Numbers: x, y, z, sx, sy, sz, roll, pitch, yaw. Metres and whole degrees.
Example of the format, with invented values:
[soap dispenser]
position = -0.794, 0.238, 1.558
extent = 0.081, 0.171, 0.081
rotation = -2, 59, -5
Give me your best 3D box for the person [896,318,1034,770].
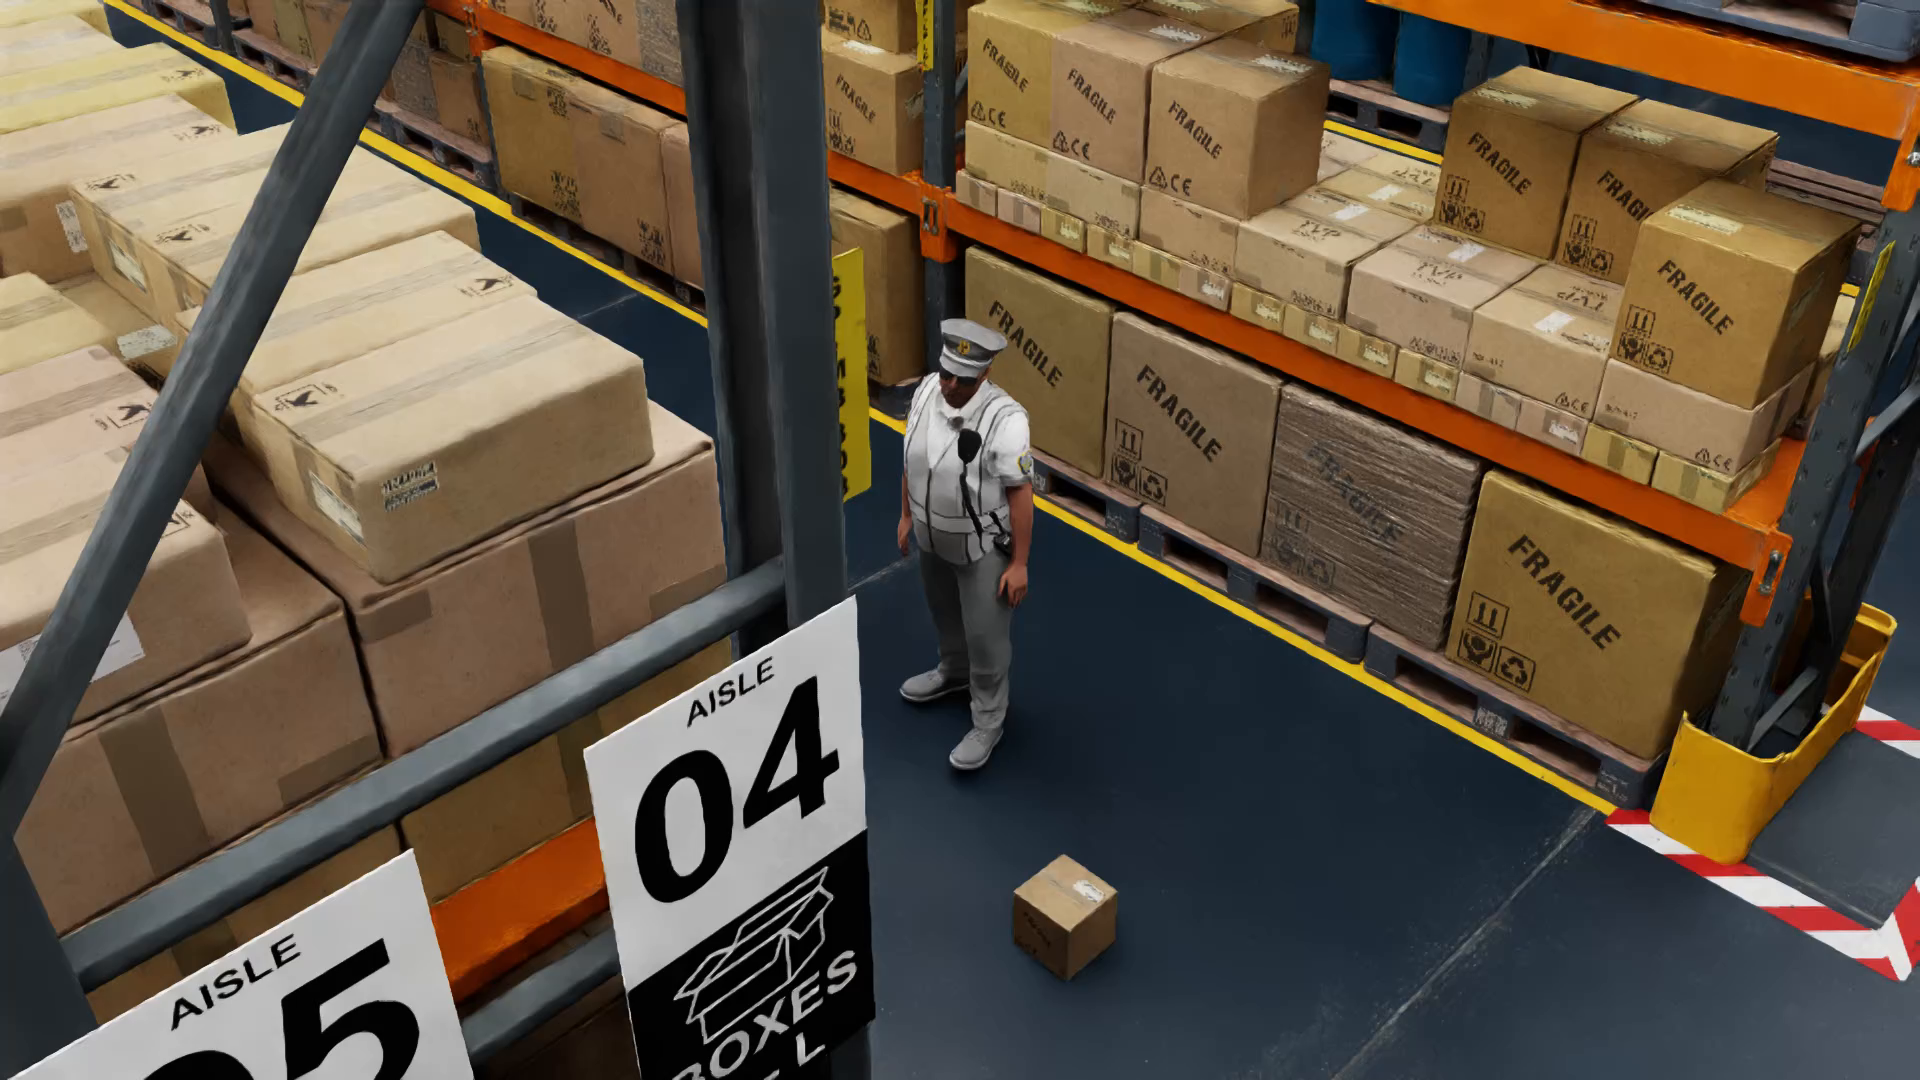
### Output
[person]
position = -0.007, 0.001, 6.099
extent = 0.614, 1.762, 0.487
rotation = 29, 45, 35
